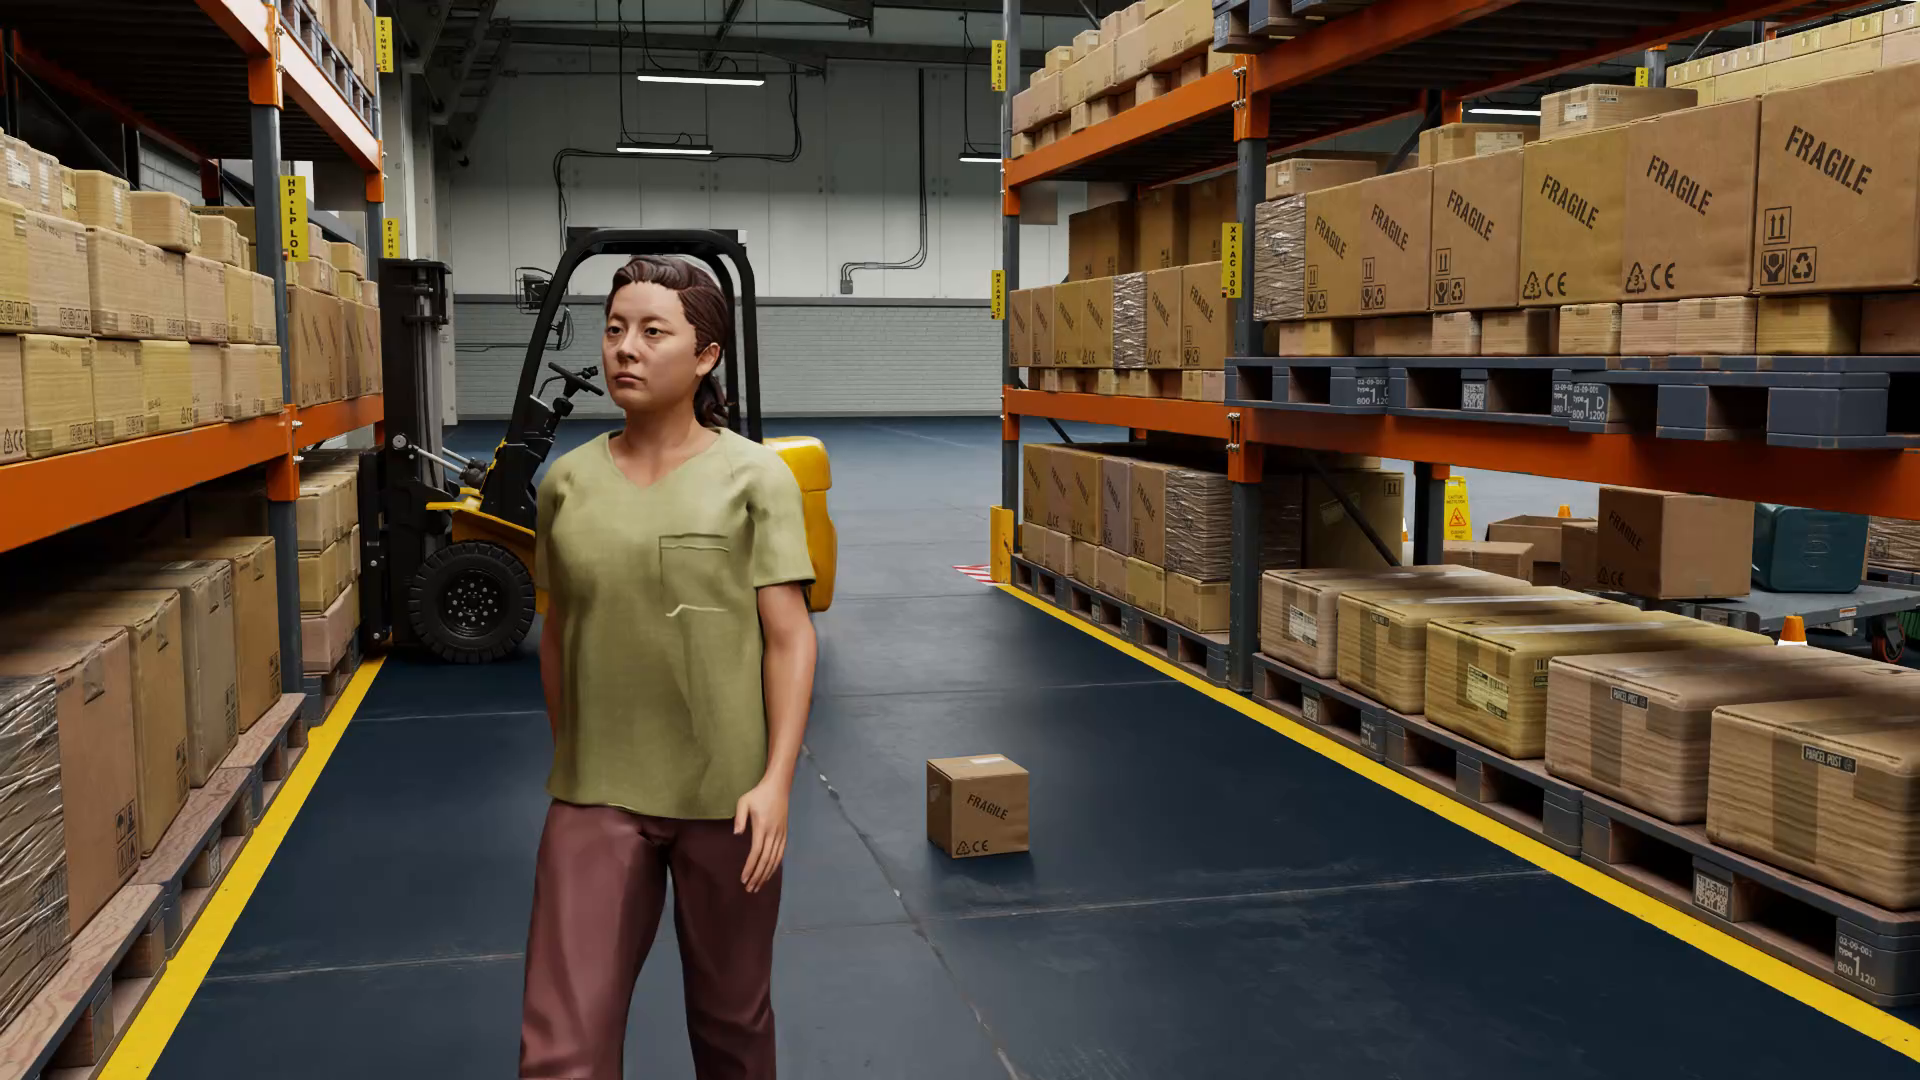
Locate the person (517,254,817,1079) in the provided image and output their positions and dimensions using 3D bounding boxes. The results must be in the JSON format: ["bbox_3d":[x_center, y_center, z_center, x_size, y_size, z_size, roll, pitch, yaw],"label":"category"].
[{"bbox_3d":[-0.439,0.397,2.431,0.453,1.626,0.893,0,6,0],"label":"person"}]
